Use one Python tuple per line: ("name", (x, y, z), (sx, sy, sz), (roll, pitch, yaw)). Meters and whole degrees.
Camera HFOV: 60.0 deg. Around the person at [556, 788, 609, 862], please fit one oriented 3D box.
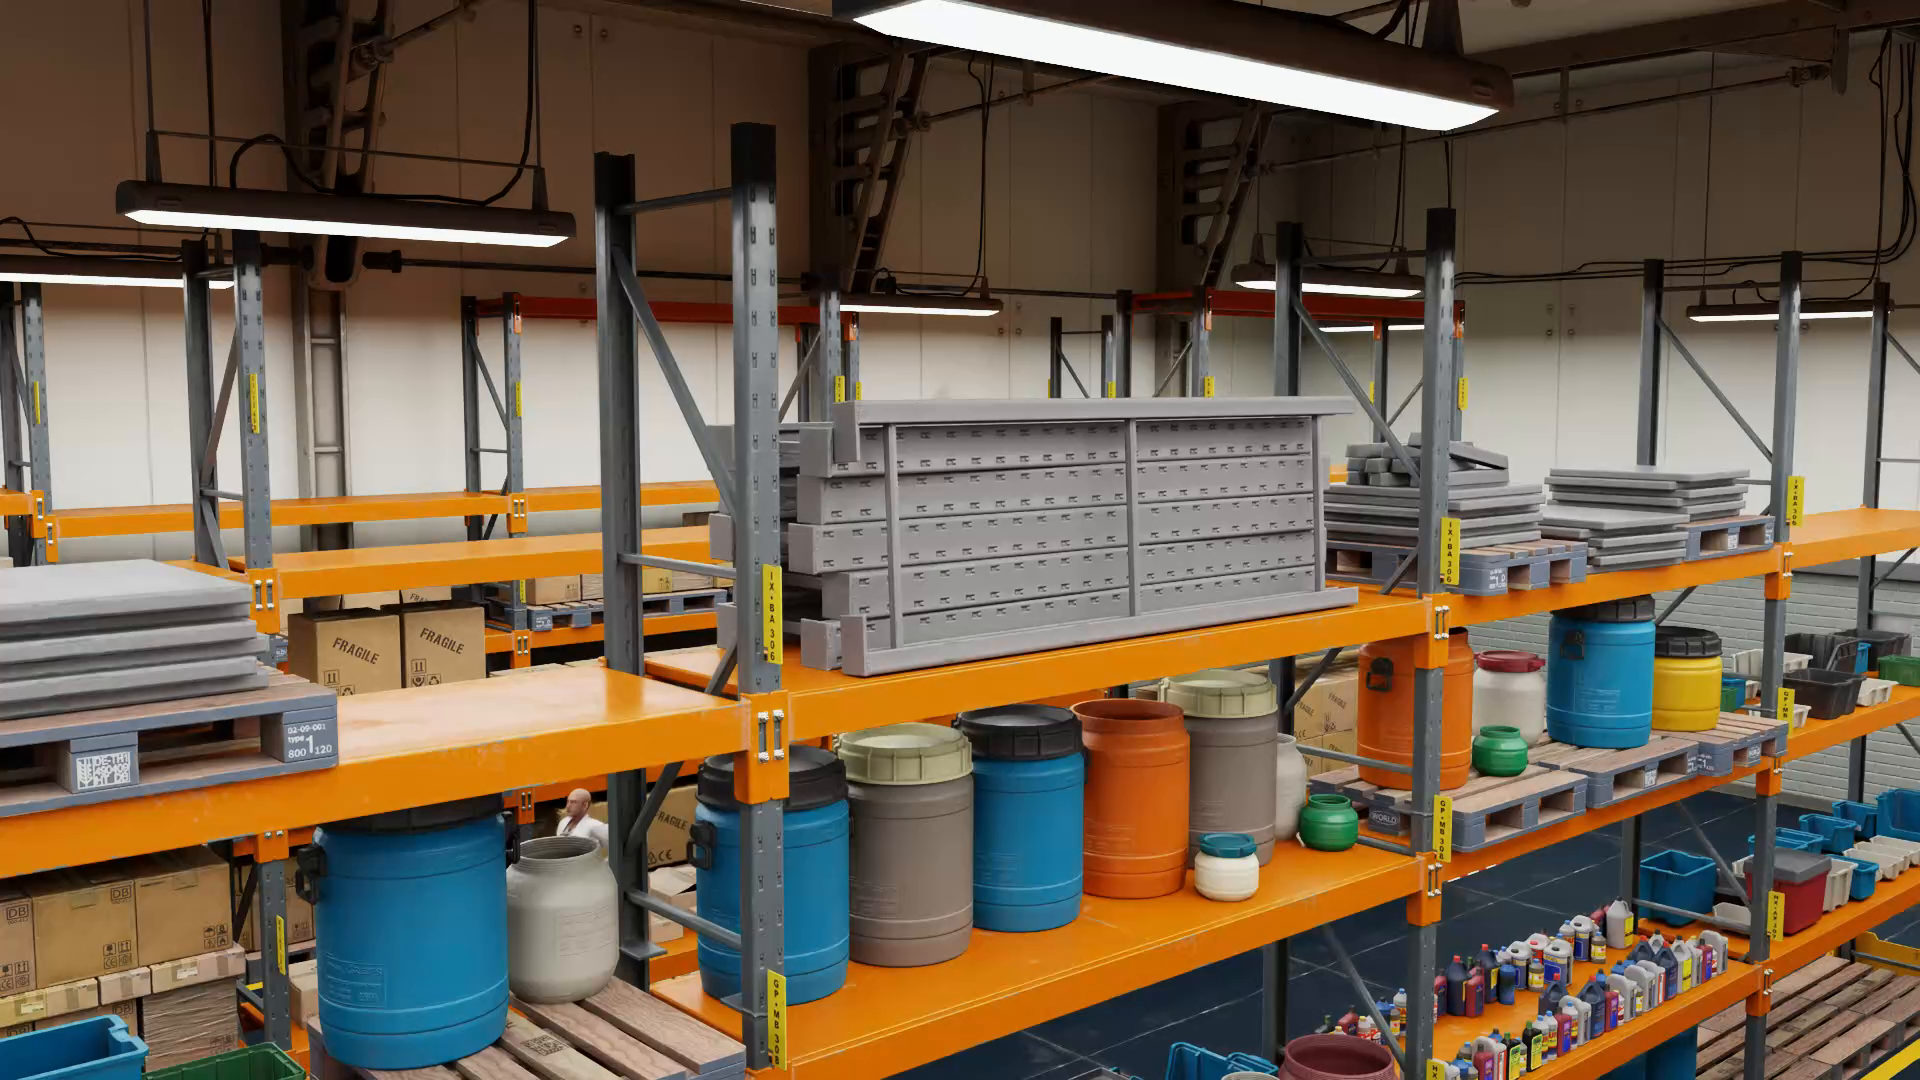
("person", (-3.270, 2.967, 13.993), (0.692, 1.733, 0.634), (5, 7, 40))
